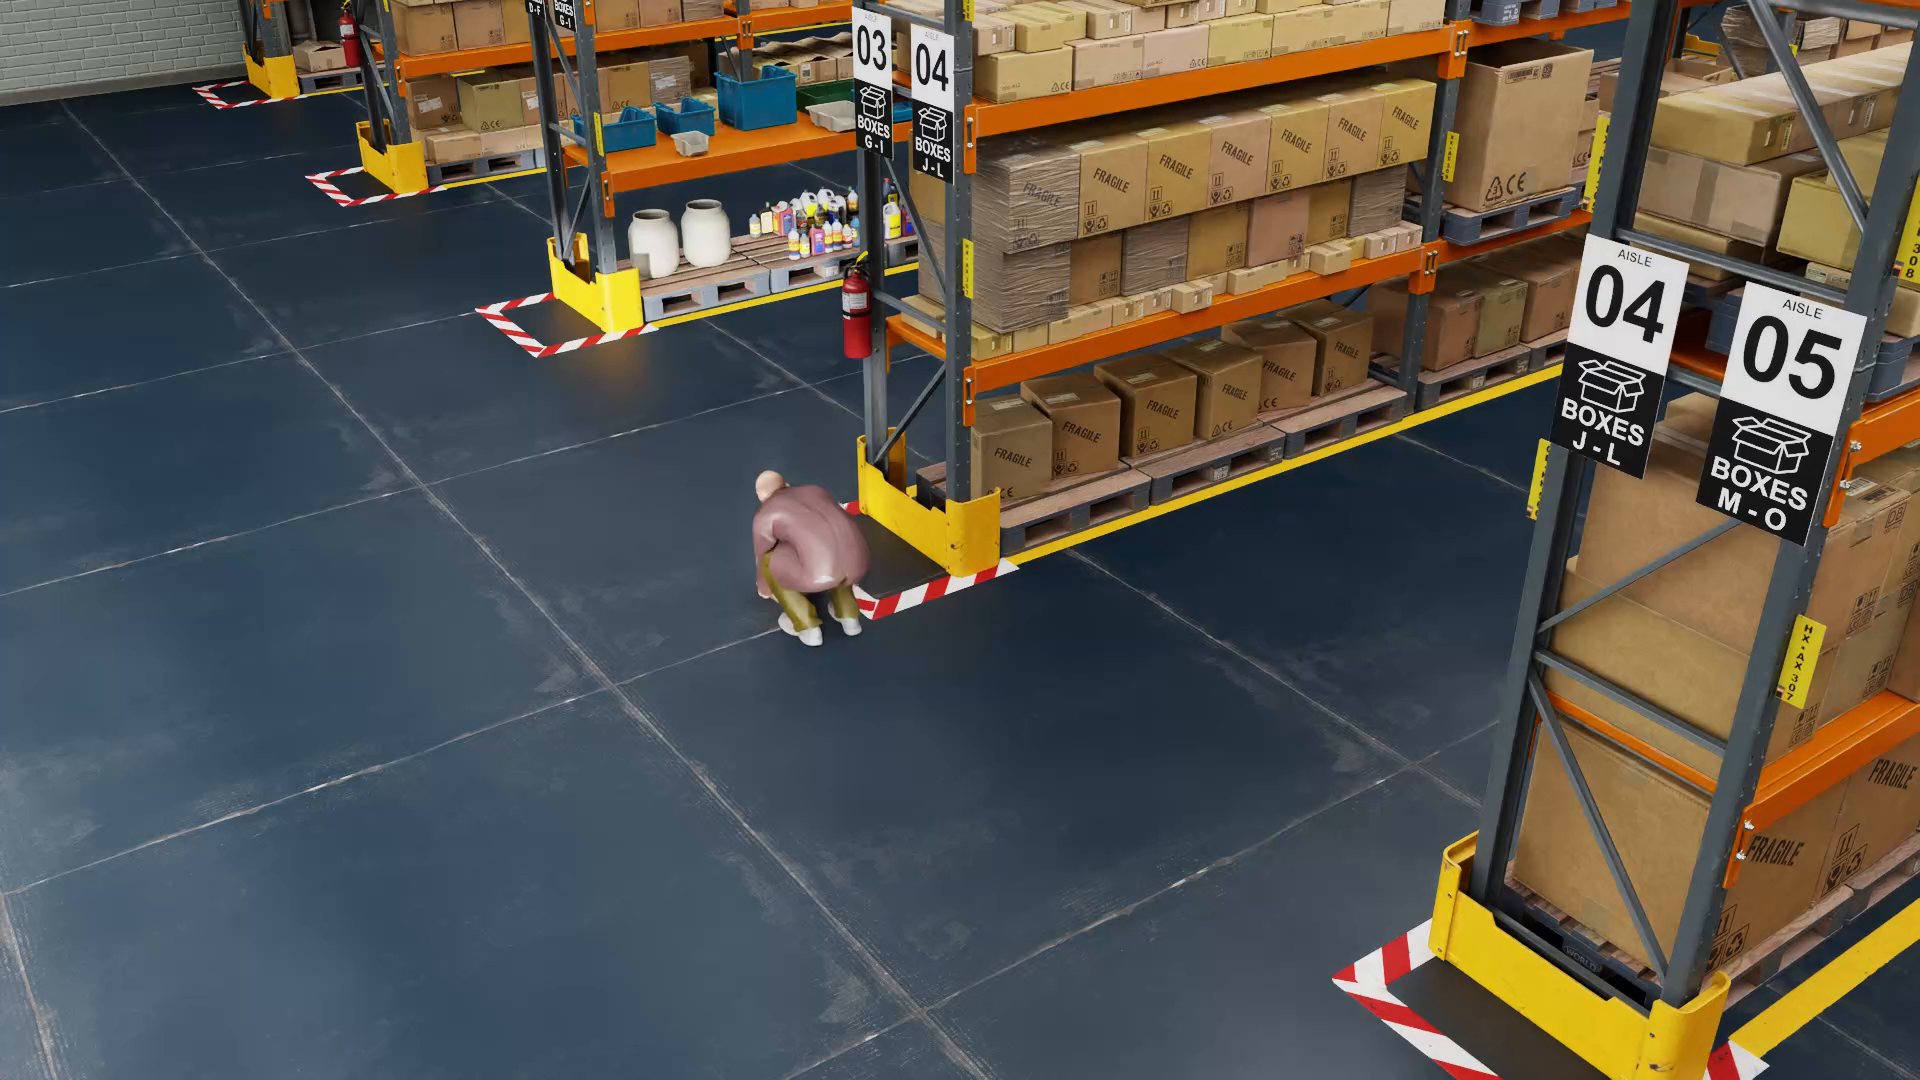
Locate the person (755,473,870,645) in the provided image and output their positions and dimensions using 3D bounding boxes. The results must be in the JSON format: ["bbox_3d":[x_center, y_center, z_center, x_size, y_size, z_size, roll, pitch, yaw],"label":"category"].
[{"bbox_3d":[-0.872,0.040,9.477,0.595,0.932,0.949,-17,33,-29],"label":"person"}]
